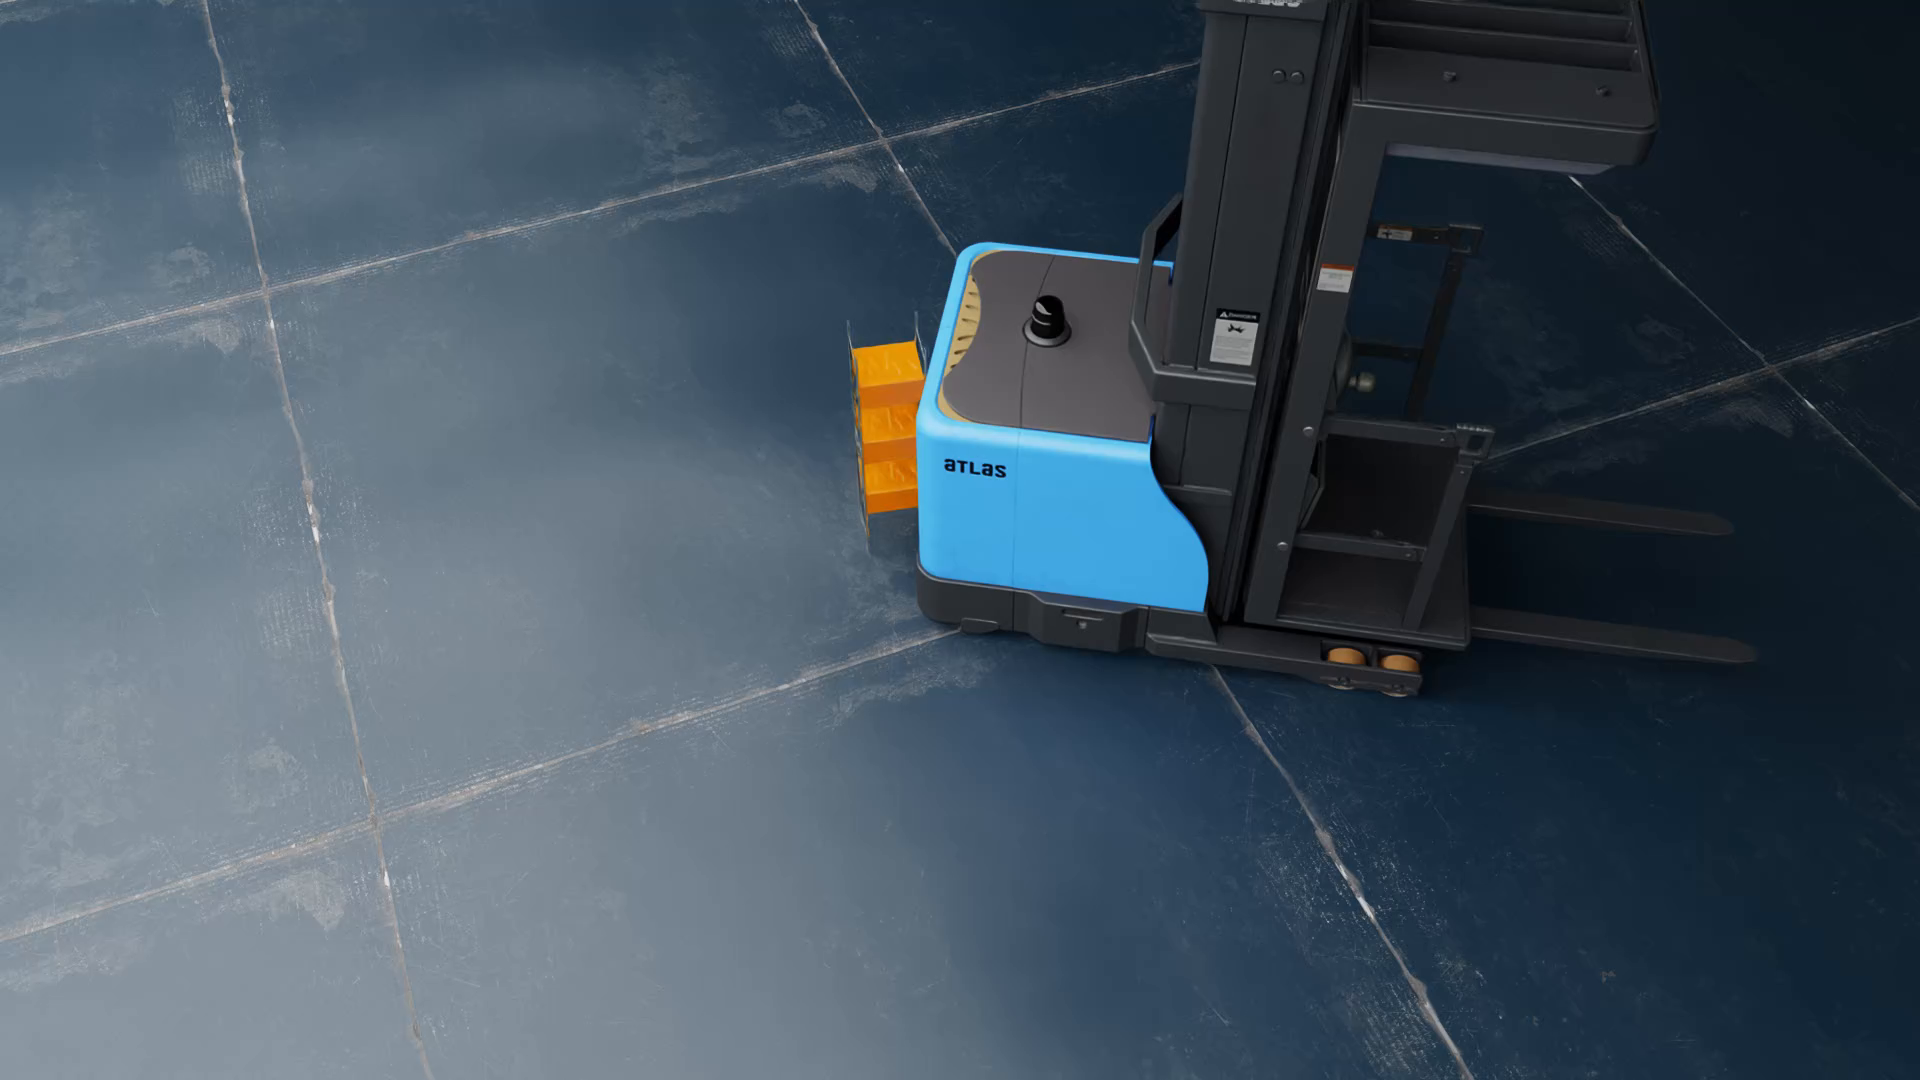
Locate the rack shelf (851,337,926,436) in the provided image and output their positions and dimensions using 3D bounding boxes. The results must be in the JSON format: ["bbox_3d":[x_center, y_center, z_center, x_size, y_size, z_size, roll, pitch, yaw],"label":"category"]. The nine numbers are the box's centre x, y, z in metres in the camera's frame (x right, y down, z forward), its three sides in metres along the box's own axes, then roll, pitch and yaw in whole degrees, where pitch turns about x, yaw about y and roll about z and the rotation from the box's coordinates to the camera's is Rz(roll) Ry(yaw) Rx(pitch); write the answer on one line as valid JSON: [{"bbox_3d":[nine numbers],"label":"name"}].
[{"bbox_3d":[-0.258,-0.556,6.016,0.240,0.259,0.215,-8,50,-7],"label":"rack shelf"}]

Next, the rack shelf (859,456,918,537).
[{"bbox_3d":[-0.258,-0.190,6.442,0.240,0.259,0.215,-8,50,-7],"label":"rack shelf"}]

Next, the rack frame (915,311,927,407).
[{"bbox_3d":[-0.138,-0.395,6.238,0.008,1.050,0.200,-8,50,-7],"label":"rack frame"}]

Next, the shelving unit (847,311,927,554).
[{"bbox_3d":[-0.258,-0.378,6.223,0.252,1.050,0.215,-8,50,-7],"label":"shelving unit"}]

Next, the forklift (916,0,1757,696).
[{"bbox_3d":[1.403,-0.819,5.362,3.031,2.935,1.130,7,50,6],"label":"forklift"}]

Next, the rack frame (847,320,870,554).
[{"bbox_3d":[-0.378,-0.360,6.208,0.008,1.050,0.200,-8,50,-7],"label":"rack frame"}]

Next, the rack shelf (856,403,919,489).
[{"bbox_3d":[-0.258,-0.371,6.231,0.240,0.259,0.215,-8,50,-7],"label":"rack shelf"}]
